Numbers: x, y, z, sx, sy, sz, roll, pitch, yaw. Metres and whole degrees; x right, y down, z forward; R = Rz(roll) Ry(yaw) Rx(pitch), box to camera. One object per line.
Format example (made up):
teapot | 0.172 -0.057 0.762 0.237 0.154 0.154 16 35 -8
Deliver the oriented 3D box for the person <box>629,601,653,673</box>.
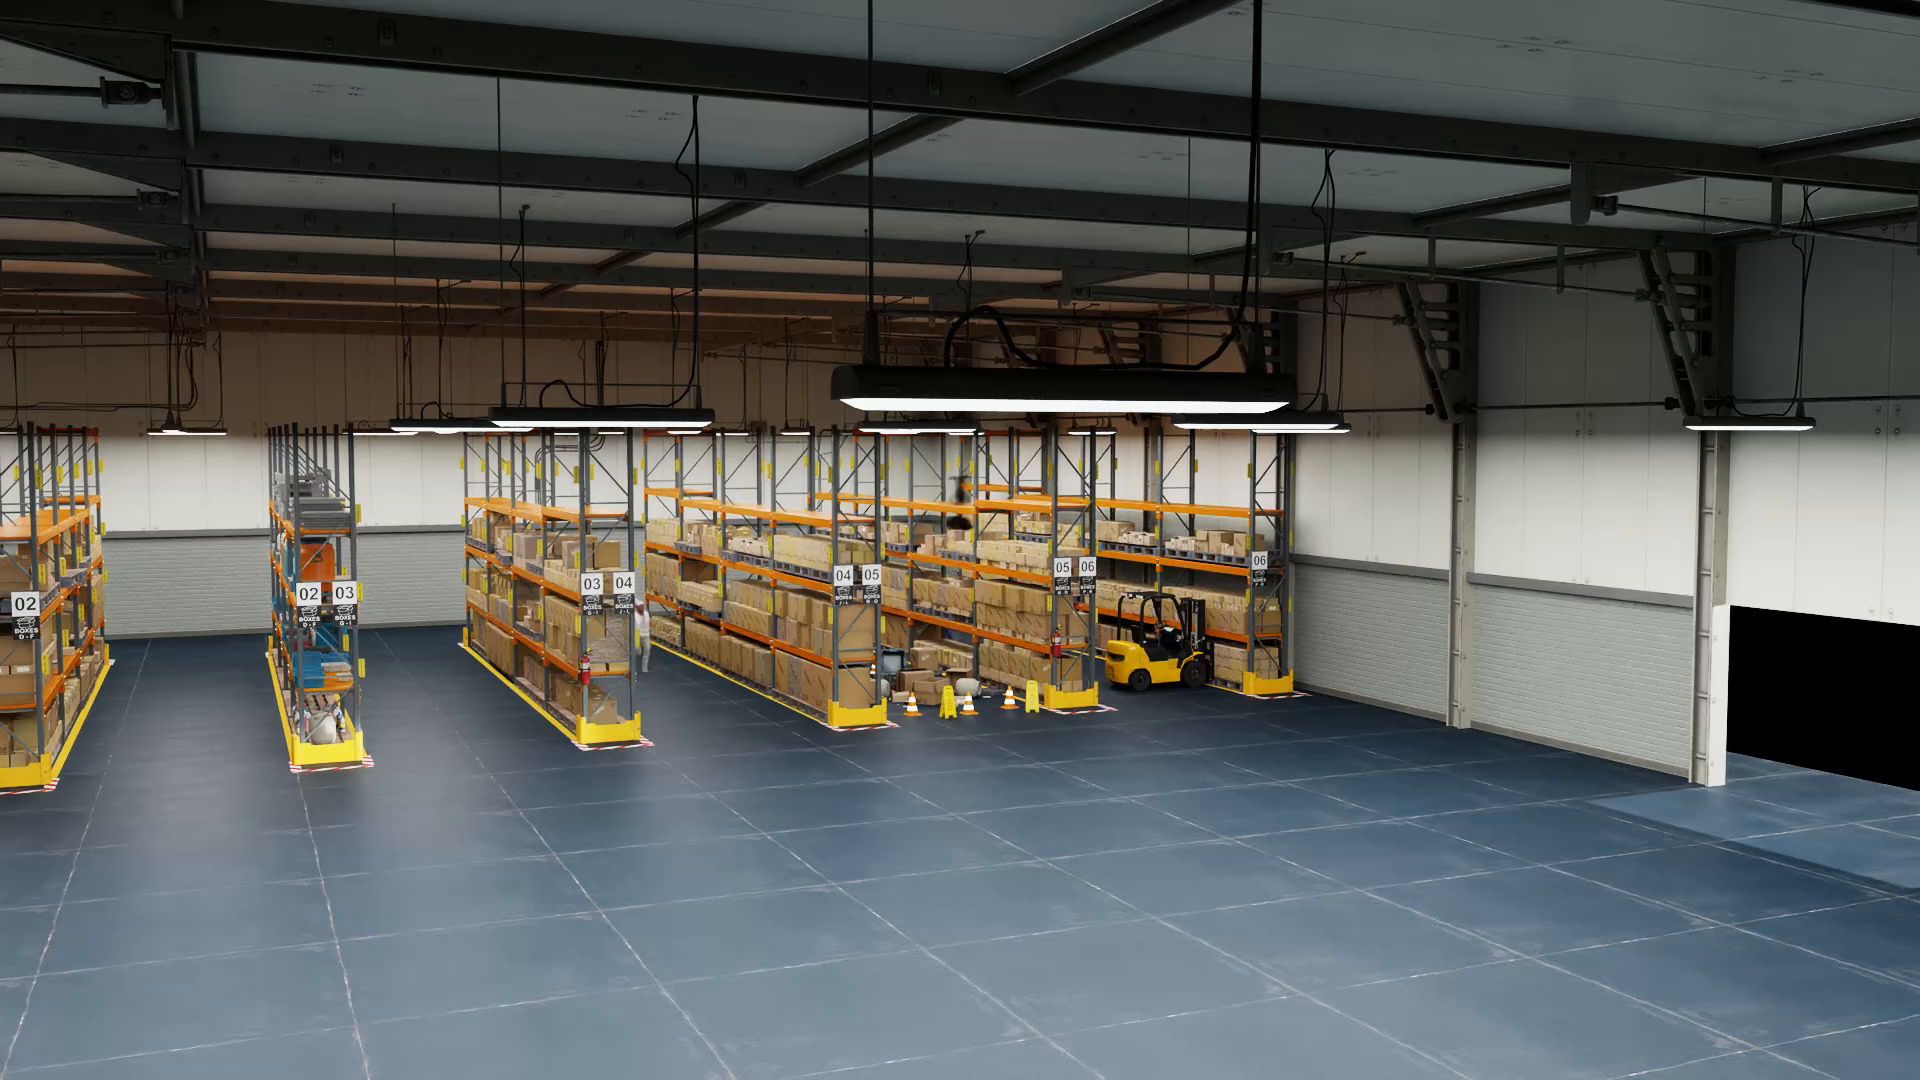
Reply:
person | -7.825 2.361 40.734 0.683 1.765 0.849 -3 4 -36

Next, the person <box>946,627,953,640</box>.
person | -0.510 2.087 45.697 0.598 1.652 0.933 -2 4 -31
